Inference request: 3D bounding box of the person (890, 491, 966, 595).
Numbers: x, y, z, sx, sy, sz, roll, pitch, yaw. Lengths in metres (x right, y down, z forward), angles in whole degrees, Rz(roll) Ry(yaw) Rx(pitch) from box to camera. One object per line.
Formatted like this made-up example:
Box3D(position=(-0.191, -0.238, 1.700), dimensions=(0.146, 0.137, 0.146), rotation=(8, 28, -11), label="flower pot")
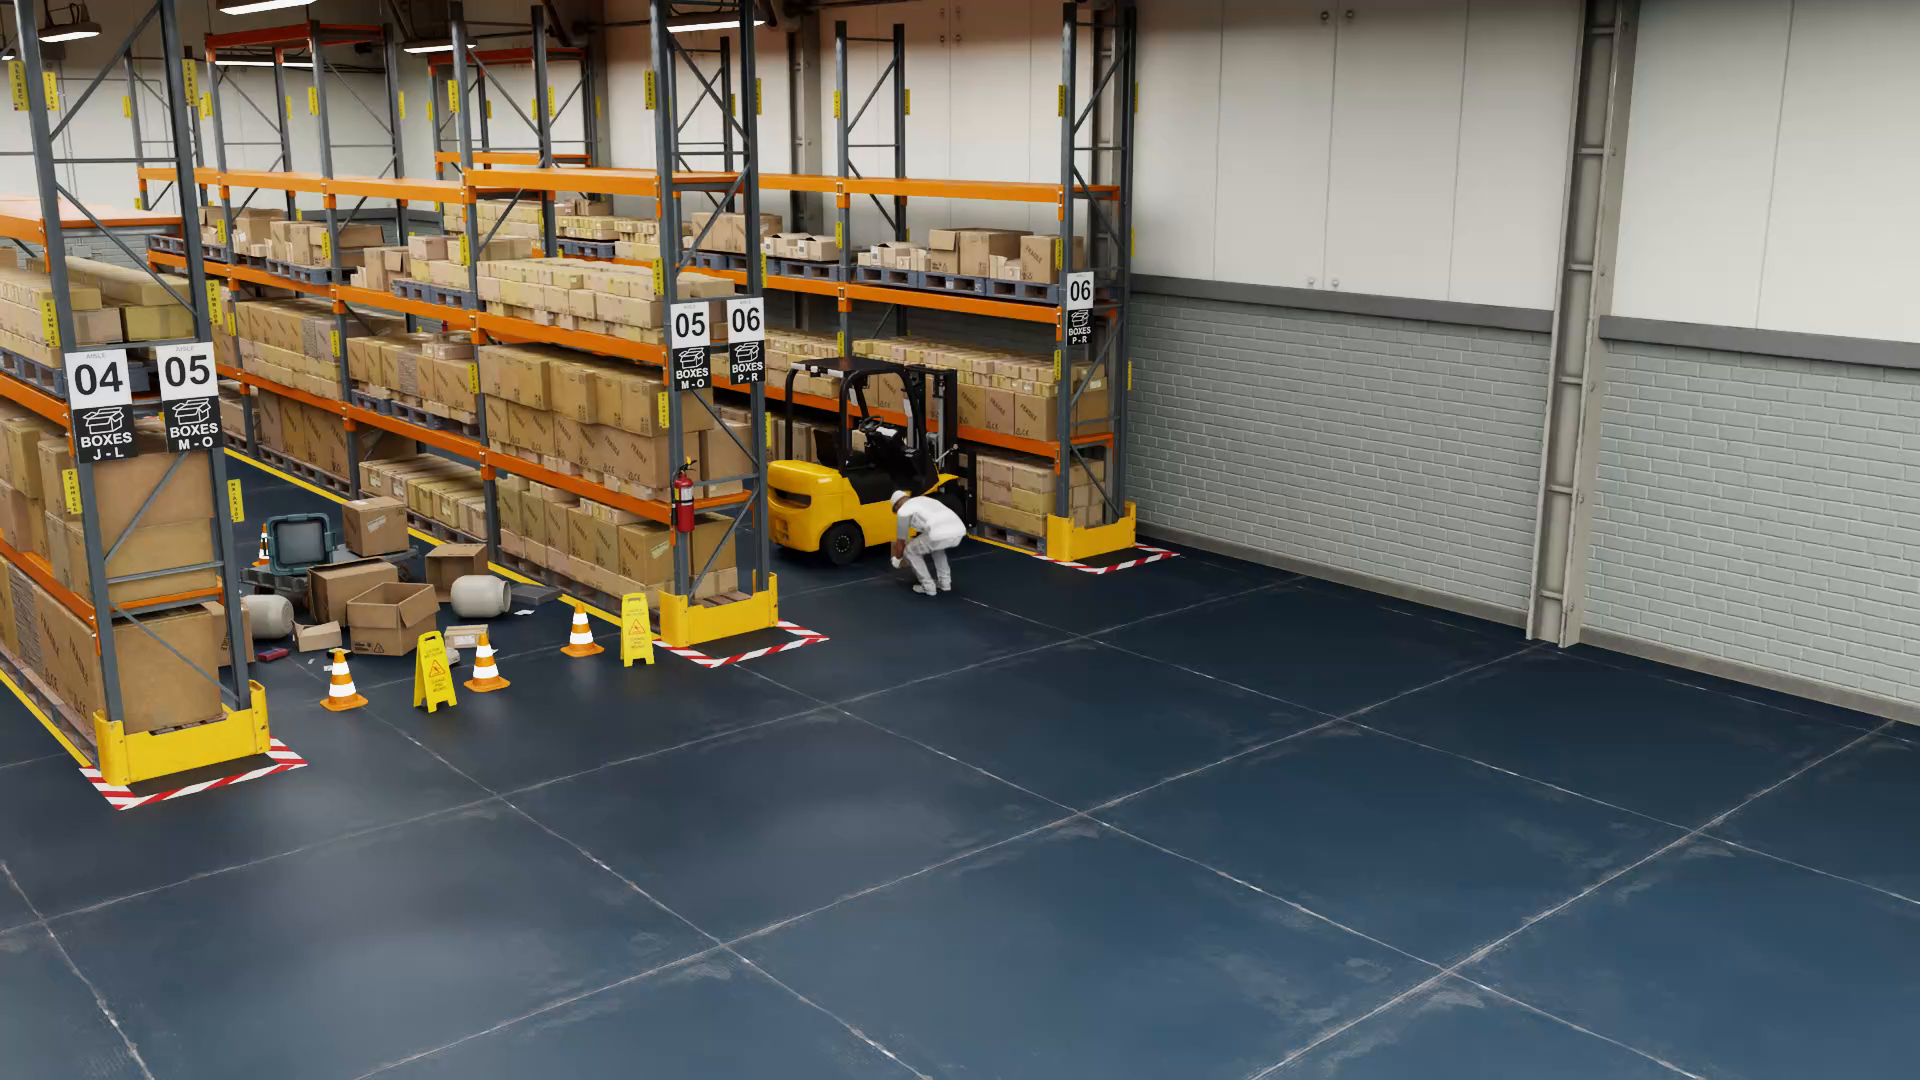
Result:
Box3D(position=(-0.376, 0.028, 17.481), dimensions=(0.543, 0.998, 0.958), rotation=(-13, 19, -41), label="person")
